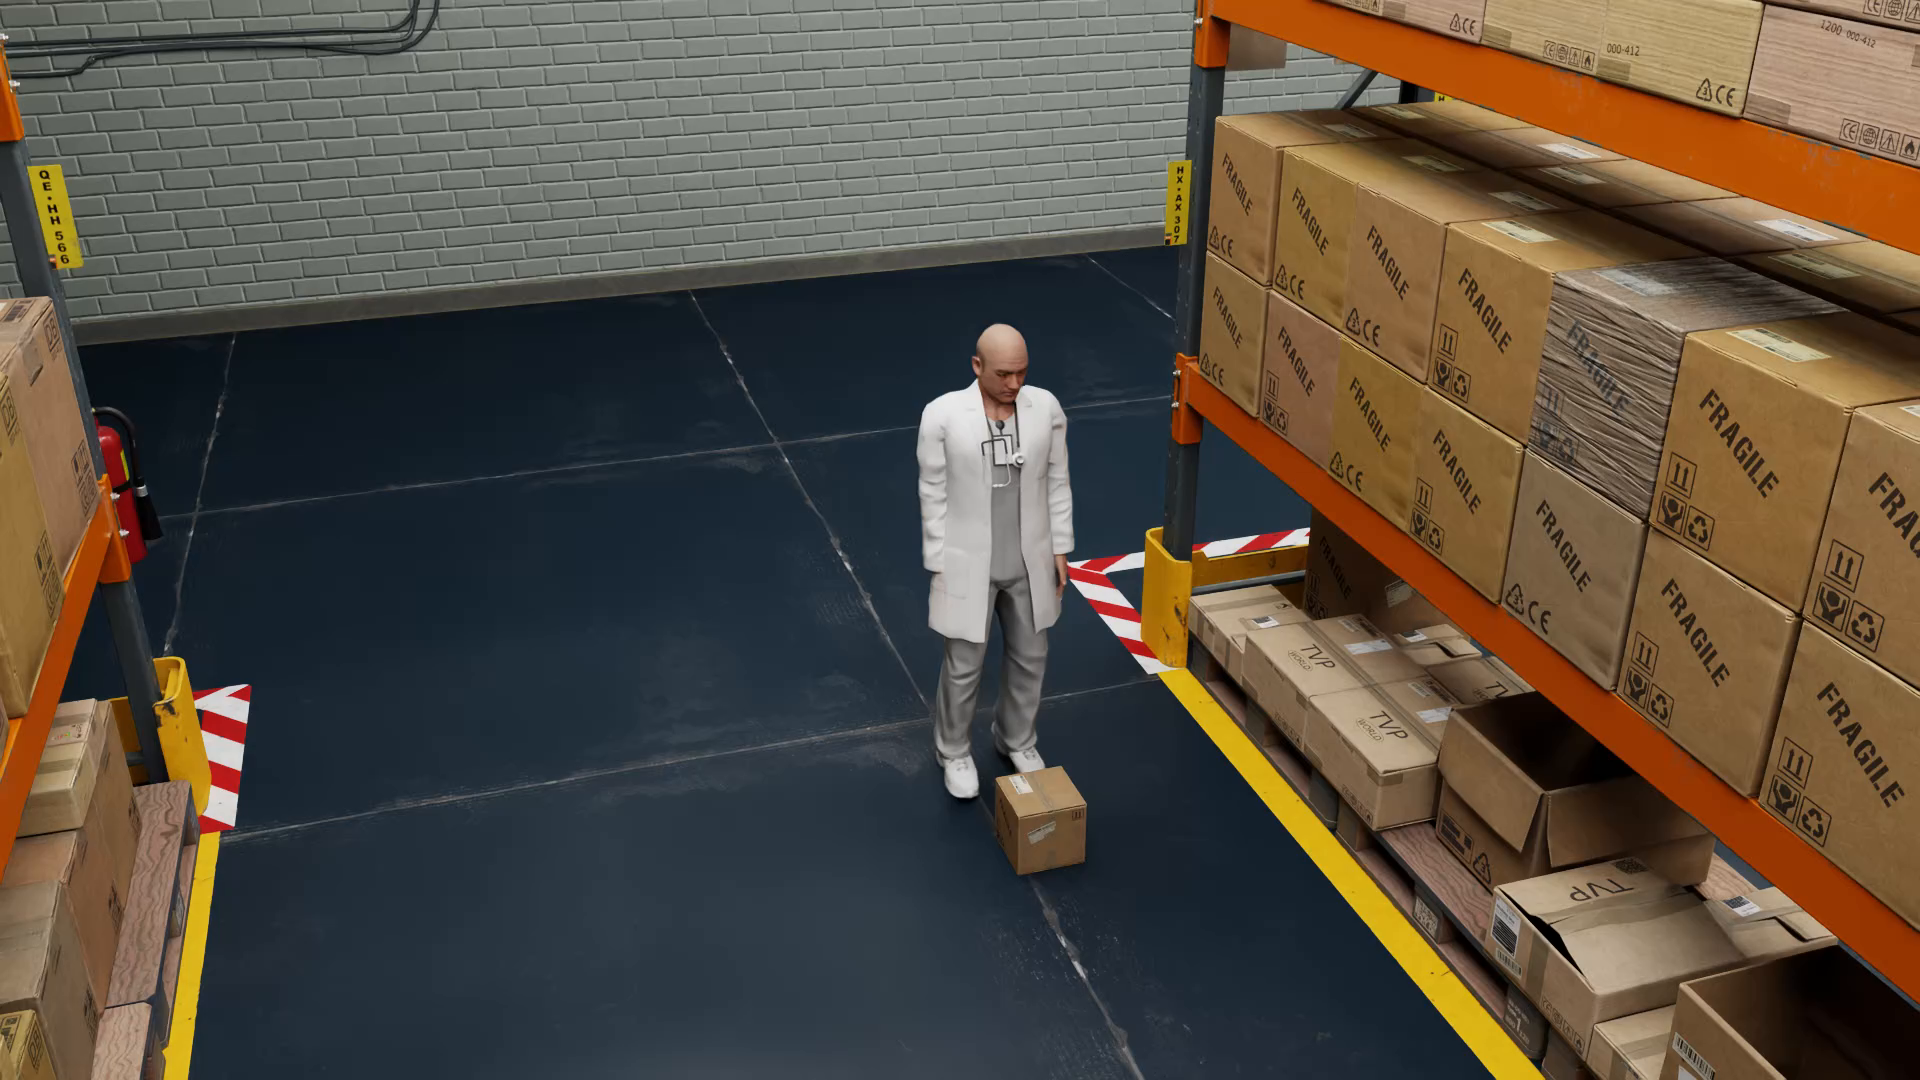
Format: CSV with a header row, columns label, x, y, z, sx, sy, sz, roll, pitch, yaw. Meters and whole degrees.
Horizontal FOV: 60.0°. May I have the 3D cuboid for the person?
label,x,y,z,sx,sy,sz,roll,pitch,yaw
person,0.143,0.084,5.967,0.563,1.774,0.377,-8,27,-15
